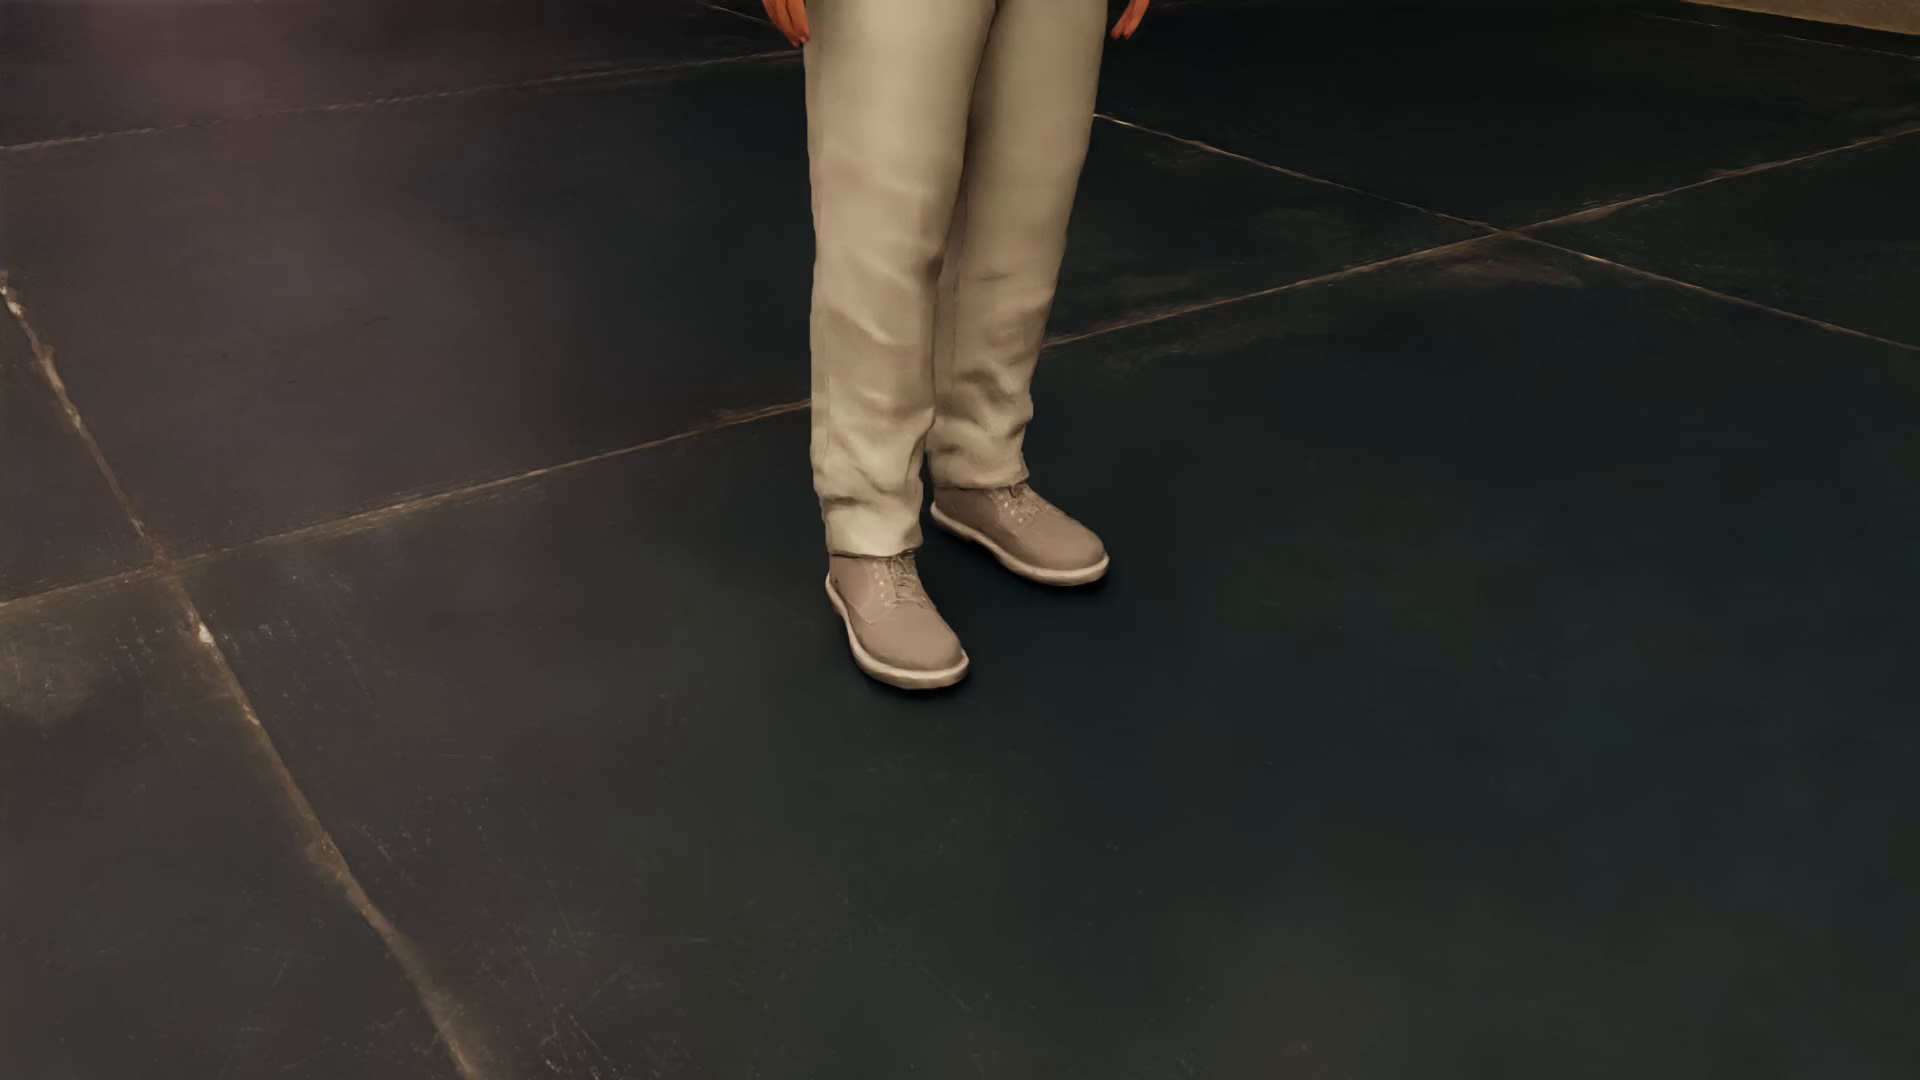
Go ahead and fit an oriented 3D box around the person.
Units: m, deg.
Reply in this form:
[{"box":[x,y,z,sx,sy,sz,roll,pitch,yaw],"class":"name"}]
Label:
[{"box":[0.035,-0.772,2.034,0.640,1.781,0.574,-17,31,-31],"class":"person"}]
